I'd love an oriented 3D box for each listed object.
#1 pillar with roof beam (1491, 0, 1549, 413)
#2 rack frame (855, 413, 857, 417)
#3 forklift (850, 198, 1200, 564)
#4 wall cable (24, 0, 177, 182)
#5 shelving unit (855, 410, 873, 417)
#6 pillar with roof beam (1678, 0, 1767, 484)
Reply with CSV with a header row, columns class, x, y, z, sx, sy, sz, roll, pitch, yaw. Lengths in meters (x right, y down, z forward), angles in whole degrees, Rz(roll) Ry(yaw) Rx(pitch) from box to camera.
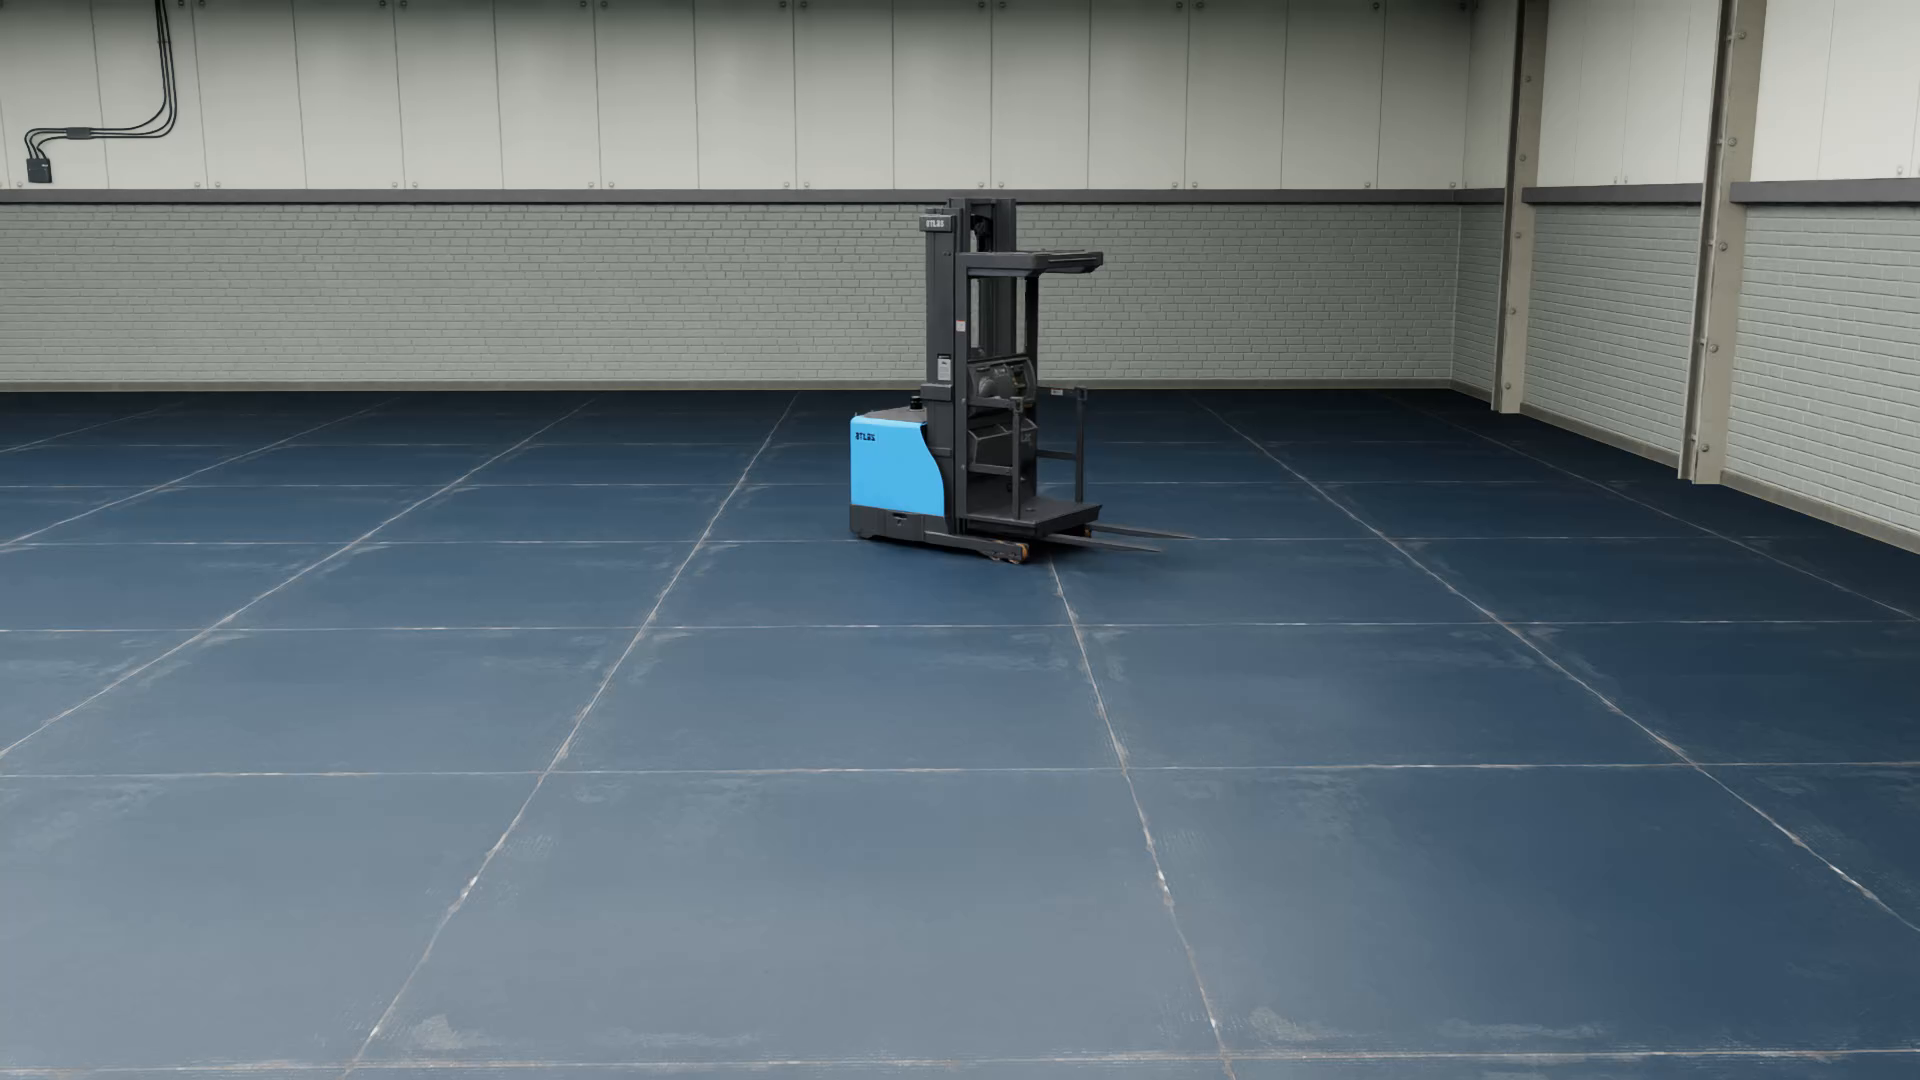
class,x,y,z,sx,sy,sz,roll,pitch,yaw
pillar with roof beam,3.425,-6.211,22.543,9.100,9.000,0.400,0,11,-1
rack frame,-0.857,-0.613,14.941,0.200,1.050,0.008,8,14,34
forklift,0.528,-1.362,13.901,3.031,2.935,1.130,8,14,35
wall cable,-13.011,-8.393,24.744,2.305,6.003,0.169,0,11,-1
shelving unit,-0.788,-0.633,15.040,0.215,1.050,0.252,8,14,34
pillar with roof beam,3.549,-5.019,16.664,9.100,9.000,0.400,0,11,-1
